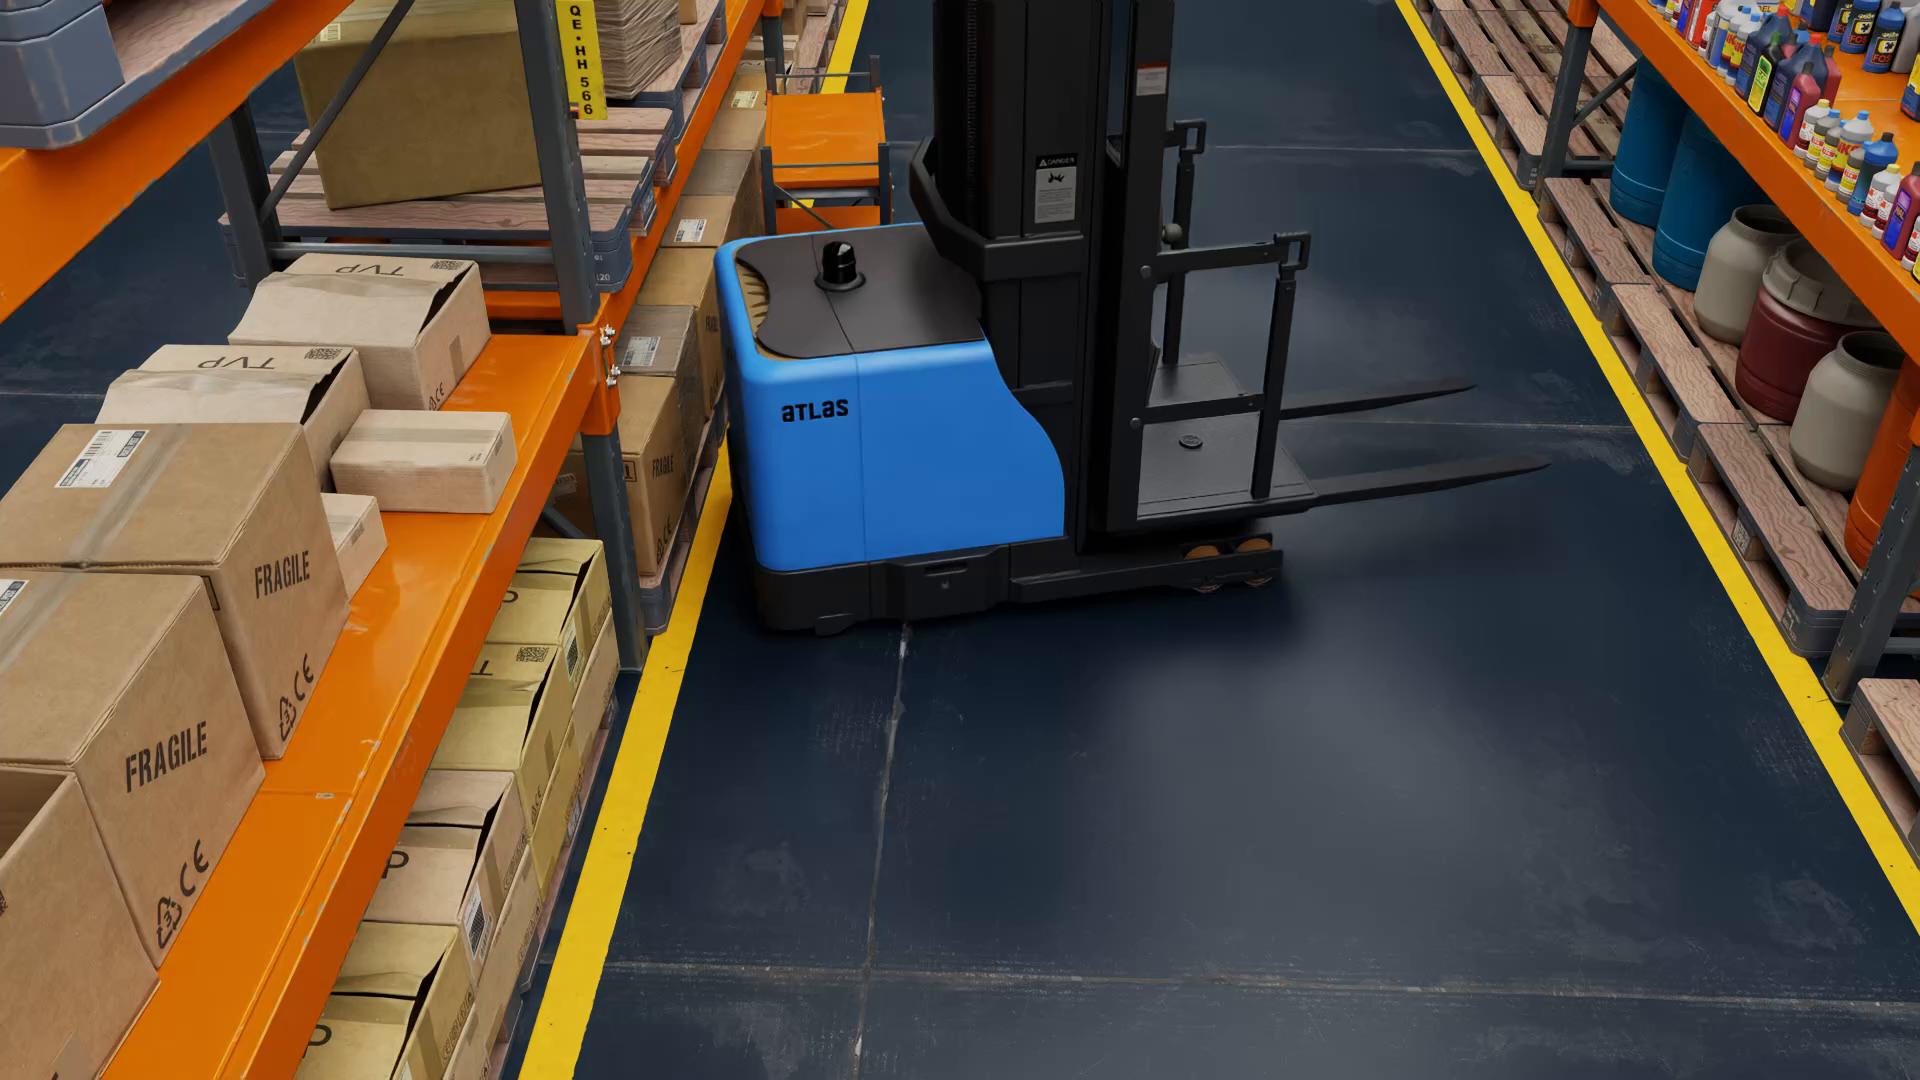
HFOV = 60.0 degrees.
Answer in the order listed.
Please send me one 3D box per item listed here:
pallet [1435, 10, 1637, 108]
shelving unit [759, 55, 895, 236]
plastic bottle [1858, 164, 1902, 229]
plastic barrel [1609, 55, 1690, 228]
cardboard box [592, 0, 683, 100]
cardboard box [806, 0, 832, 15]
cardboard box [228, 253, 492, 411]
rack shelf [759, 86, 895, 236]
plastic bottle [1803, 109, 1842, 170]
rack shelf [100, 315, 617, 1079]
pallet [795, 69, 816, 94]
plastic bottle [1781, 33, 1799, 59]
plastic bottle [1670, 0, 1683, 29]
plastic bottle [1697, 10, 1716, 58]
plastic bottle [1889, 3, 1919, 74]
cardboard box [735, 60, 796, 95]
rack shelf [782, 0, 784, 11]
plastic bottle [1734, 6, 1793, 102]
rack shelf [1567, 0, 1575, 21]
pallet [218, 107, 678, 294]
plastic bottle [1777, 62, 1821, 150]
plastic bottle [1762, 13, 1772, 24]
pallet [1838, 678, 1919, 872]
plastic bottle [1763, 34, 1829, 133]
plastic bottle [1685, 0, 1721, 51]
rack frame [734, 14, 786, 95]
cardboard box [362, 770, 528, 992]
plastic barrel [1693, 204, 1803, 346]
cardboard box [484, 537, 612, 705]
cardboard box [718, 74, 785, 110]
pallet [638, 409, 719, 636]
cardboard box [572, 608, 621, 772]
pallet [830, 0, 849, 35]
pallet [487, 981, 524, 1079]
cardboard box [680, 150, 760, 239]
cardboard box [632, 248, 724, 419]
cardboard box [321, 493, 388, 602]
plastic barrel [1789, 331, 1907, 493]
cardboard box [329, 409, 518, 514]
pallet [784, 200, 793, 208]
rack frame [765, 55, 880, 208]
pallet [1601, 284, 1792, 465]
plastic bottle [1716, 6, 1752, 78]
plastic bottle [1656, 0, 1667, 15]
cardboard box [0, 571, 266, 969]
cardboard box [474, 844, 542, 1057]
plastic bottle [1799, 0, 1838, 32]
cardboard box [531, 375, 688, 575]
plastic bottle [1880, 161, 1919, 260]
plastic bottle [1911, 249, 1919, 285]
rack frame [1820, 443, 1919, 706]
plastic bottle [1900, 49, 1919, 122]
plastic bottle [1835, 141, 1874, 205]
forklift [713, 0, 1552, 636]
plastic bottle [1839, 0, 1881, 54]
[{"bbox_3d":[3.578,-2.990,10.320,1.003,0.211,1.213,1,35,2],"label":"pallet"},{"bbox_3d":[-0.567,-1.367,7.217,0.538,1.125,1.048,-3,35,-4],"label":"shelving unit"},{"bbox_3d":[3.006,-1.122,5.410,0.097,0.201,0.097,0,35,0],"label":"plastic bottle"},{"bbox_3d":[3.502,-2.006,7.955,0.600,0.901,0.708,1,35,2],"label":"plastic barrel"},{"bbox_3d":[-1.429,-1.921,5.923,0.700,0.500,0.500,8,36,11],"label":"cardboard box"},{"bbox_3d":[-1.091,-3.611,10.788,0.500,0.250,0.500,1,35,2],"label":"cardboard box"},{"bbox_3d":[-1.627,-0.578,4.542,0.500,0.311,0.500,3,35,5],"label":"cardboard box"},{"bbox_3d":[-0.566,-1.606,7.048,0.538,0.278,1.000,-3,35,-4],"label":"rack shelf"},{"bbox_3d":[3.026,-1.401,5.808,0.097,0.201,0.097,0,35,0],"label":"plastic bottle"},{"bbox_3d":[-1.649,0.621,3.384,1.077,0.370,4.000,1,35,2],"label":"rack shelf"},{"bbox_3d":[-1.380,-2.375,9.445,1.003,0.211,1.213,1,35,2],"label":"pallet"},{"bbox_3d":[3.090,-1.739,6.217,0.061,0.283,0.133,1,35,2],"label":"plastic bottle"},{"bbox_3d":[3.087,-2.278,7.055,0.097,0.201,0.097,0,35,0],"label":"plastic bottle"},{"bbox_3d":[3.073,-2.068,6.757,0.097,0.201,0.097,0,35,0],"label":"plastic bottle"},{"bbox_3d":[3.799,-2.010,6.609,0.152,0.276,0.135,1,35,2],"label":"plastic bottle"},{"bbox_3d":[-1.175,-2.437,9.065,0.500,0.311,0.500,1,35,2],"label":"cardboard box"},{"bbox_3d":[-1.328,-3.976,9.924,1.077,0.370,4.000,1,35,2],"label":"rack shelf"},{"bbox_3d":[3.077,-1.858,6.328,0.144,0.351,0.185,1,35,2],"label":"plastic bottle"},{"bbox_3d":[3.621,-3.859,9.758,1.077,0.370,4.000,1,35,2],"label":"rack shelf"},{"bbox_3d":[-1.612,-1.135,5.424,1.213,0.211,1.003,1,35,2],"label":"pallet"},{"bbox_3d":[3.016,-1.557,5.959,0.061,0.283,0.133,1,35,2],"label":"plastic bottle"},{"bbox_3d":[3.221,-2.009,6.672,0.097,0.201,0.097,0,35,0],"label":"plastic bottle"},{"bbox_3d":[3.311,0.879,4.816,1.003,0.211,1.213,1,35,2],"label":"pallet"},{"bbox_3d":[3.064,-1.676,6.068,0.144,0.351,0.185,1,35,2],"label":"plastic bottle"},{"bbox_3d":[3.105,-2.165,6.829,0.152,0.276,0.135,1,35,2],"label":"plastic bottle"},{"bbox_3d":[-1.408,-3.121,8.082,1.000,3.000,0.127,1,35,2],"label":"rack frame"},{"bbox_3d":[-1.381,0.796,4.047,0.500,0.311,0.500,1,35,2],"label":"cardboard box"},{"bbox_3d":[3.362,-1.117,7.029,0.421,0.512,0.421,0,35,0],"label":"plastic barrel"},{"bbox_3d":[-1.344,0.207,4.884,0.500,0.311,0.500,2,35,3],"label":"cardboard box"},{"bbox_3d":[-1.142,-1.988,8.262,0.500,0.500,0.500,1,35,2],"label":"cardboard box"},{"bbox_3d":[-1.501,-0.110,6.223,1.003,0.211,1.213,1,35,2],"label":"pallet"},{"bbox_3d":[-1.346,0.438,5.044,0.500,0.250,0.500,2,35,3],"label":"cardboard box"},{"bbox_3d":[-1.282,-3.776,11.440,1.003,0.211,1.213,1,35,2],"label":"pallet"},{"bbox_3d":[-1.693,1.489,3.947,1.003,0.211,1.213,1,35,2],"label":"pallet"},{"bbox_3d":[-1.190,-1.416,7.448,0.500,0.500,0.500,2,35,2],"label":"cardboard box"},{"bbox_3d":[-1.224,-0.824,6.605,0.500,0.500,0.500,1,35,1],"label":"cardboard box"},{"bbox_3d":[-1.564,0.014,3.840,0.380,0.149,0.250,4,35,5],"label":"cardboard box"},{"bbox_3d":[3.316,-0.468,6.106,0.421,0.512,0.421,0,35,0],"label":"plastic barrel"},{"bbox_3d":[-1.329,-0.197,4.140,0.380,0.149,0.250,1,35,2],"label":"cardboard box"},{"bbox_3d":[-1.403,-1.512,8.218,1.003,0.211,1.213,1,35,2],"label":"pallet"},{"bbox_3d":[-0.606,-1.658,7.631,0.500,1.125,0.032,-3,35,-4],"label":"rack frame"},{"bbox_3d":[3.422,-0.718,7.089,1.003,0.211,1.213,1,35,2],"label":"pallet"},{"bbox_3d":[3.063,-1.963,6.547,0.097,0.271,0.097,0,35,0],"label":"plastic bottle"},{"bbox_3d":[3.095,-2.418,7.194,0.097,0.271,0.097,0,35,0],"label":"plastic bottle"},{"bbox_3d":[-1.641,0.403,2.981,0.500,0.500,0.500,1,35,2],"label":"cardboard box"},{"bbox_3d":[-1.387,1.023,4.211,0.500,0.250,0.500,2,35,3],"label":"cardboard box"},{"bbox_3d":[3.680,-2.346,7.022,0.144,0.351,0.185,1,35,2],"label":"plastic bottle"},{"bbox_3d":[-1.265,-0.235,5.767,0.500,0.500,0.500,3,35,4],"label":"cardboard box"},{"bbox_3d":[2.980,-1.033,5.213,0.061,0.283,0.133,1,35,2],"label":"plastic bottle"},{"bbox_3d":[2.970,-0.901,5.025,0.061,0.283,0.133,1,35,2],"label":"plastic bottle"},{"bbox_3d":[3.380,-0.706,4.646,1.000,3.000,0.127,1,35,2],"label":"rack frame"},{"bbox_3d":[3.630,-1.742,6.163,0.144,0.351,0.185,1,35,2],"label":"plastic bottle"},{"bbox_3d":[3.014,-1.234,5.569,0.097,0.201,0.097,0,35,0],"label":"plastic bottle"},{"bbox_3d":[0.687,-1.303,5.554,3.031,2.935,1.130,-7,36,-10],"label":"forklift"},{"bbox_3d":[3.683,-2.133,6.788,0.097,0.271,0.097,0,35,0],"label":"plastic bottle"}]
